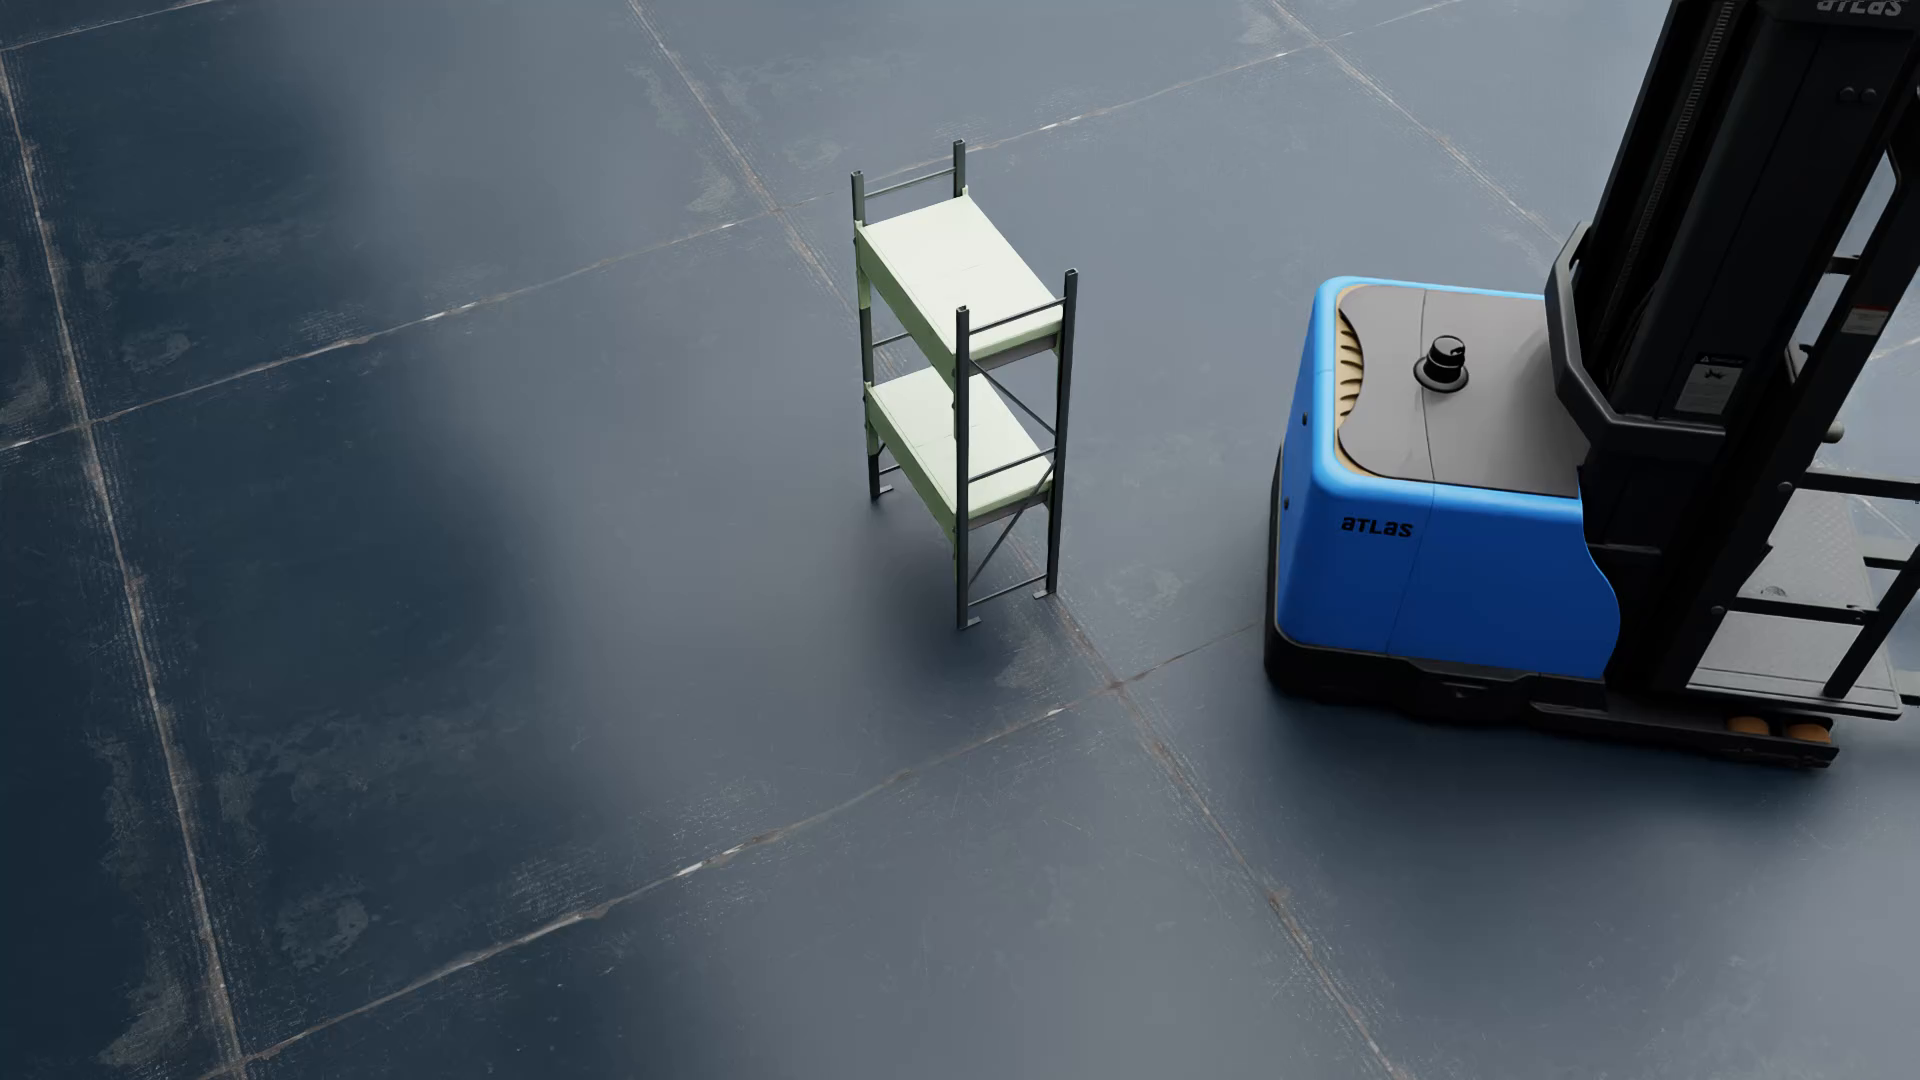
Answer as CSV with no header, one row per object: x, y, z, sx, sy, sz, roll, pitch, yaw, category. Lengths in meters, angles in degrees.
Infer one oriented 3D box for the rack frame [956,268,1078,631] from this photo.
0.171,-0.244,5.467,0.400,1.500,0.023,-21,52,-18,rack frame

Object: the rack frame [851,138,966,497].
-0.164,-0.734,5.896,0.400,1.500,0.023,-21,52,-18,rack frame

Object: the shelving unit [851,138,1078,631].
0.003,-0.489,5.682,0.431,1.500,0.755,-21,52,-18,shelving unit

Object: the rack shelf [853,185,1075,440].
0.003,-0.746,5.388,0.431,0.370,0.720,-21,52,-18,rack shelf

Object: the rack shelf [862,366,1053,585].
0.003,-0.275,5.927,0.431,0.370,0.720,-21,52,-18,rack shelf

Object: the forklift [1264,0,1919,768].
2.618,-0.631,4.855,3.031,2.935,1.130,7,49,6,forklift
